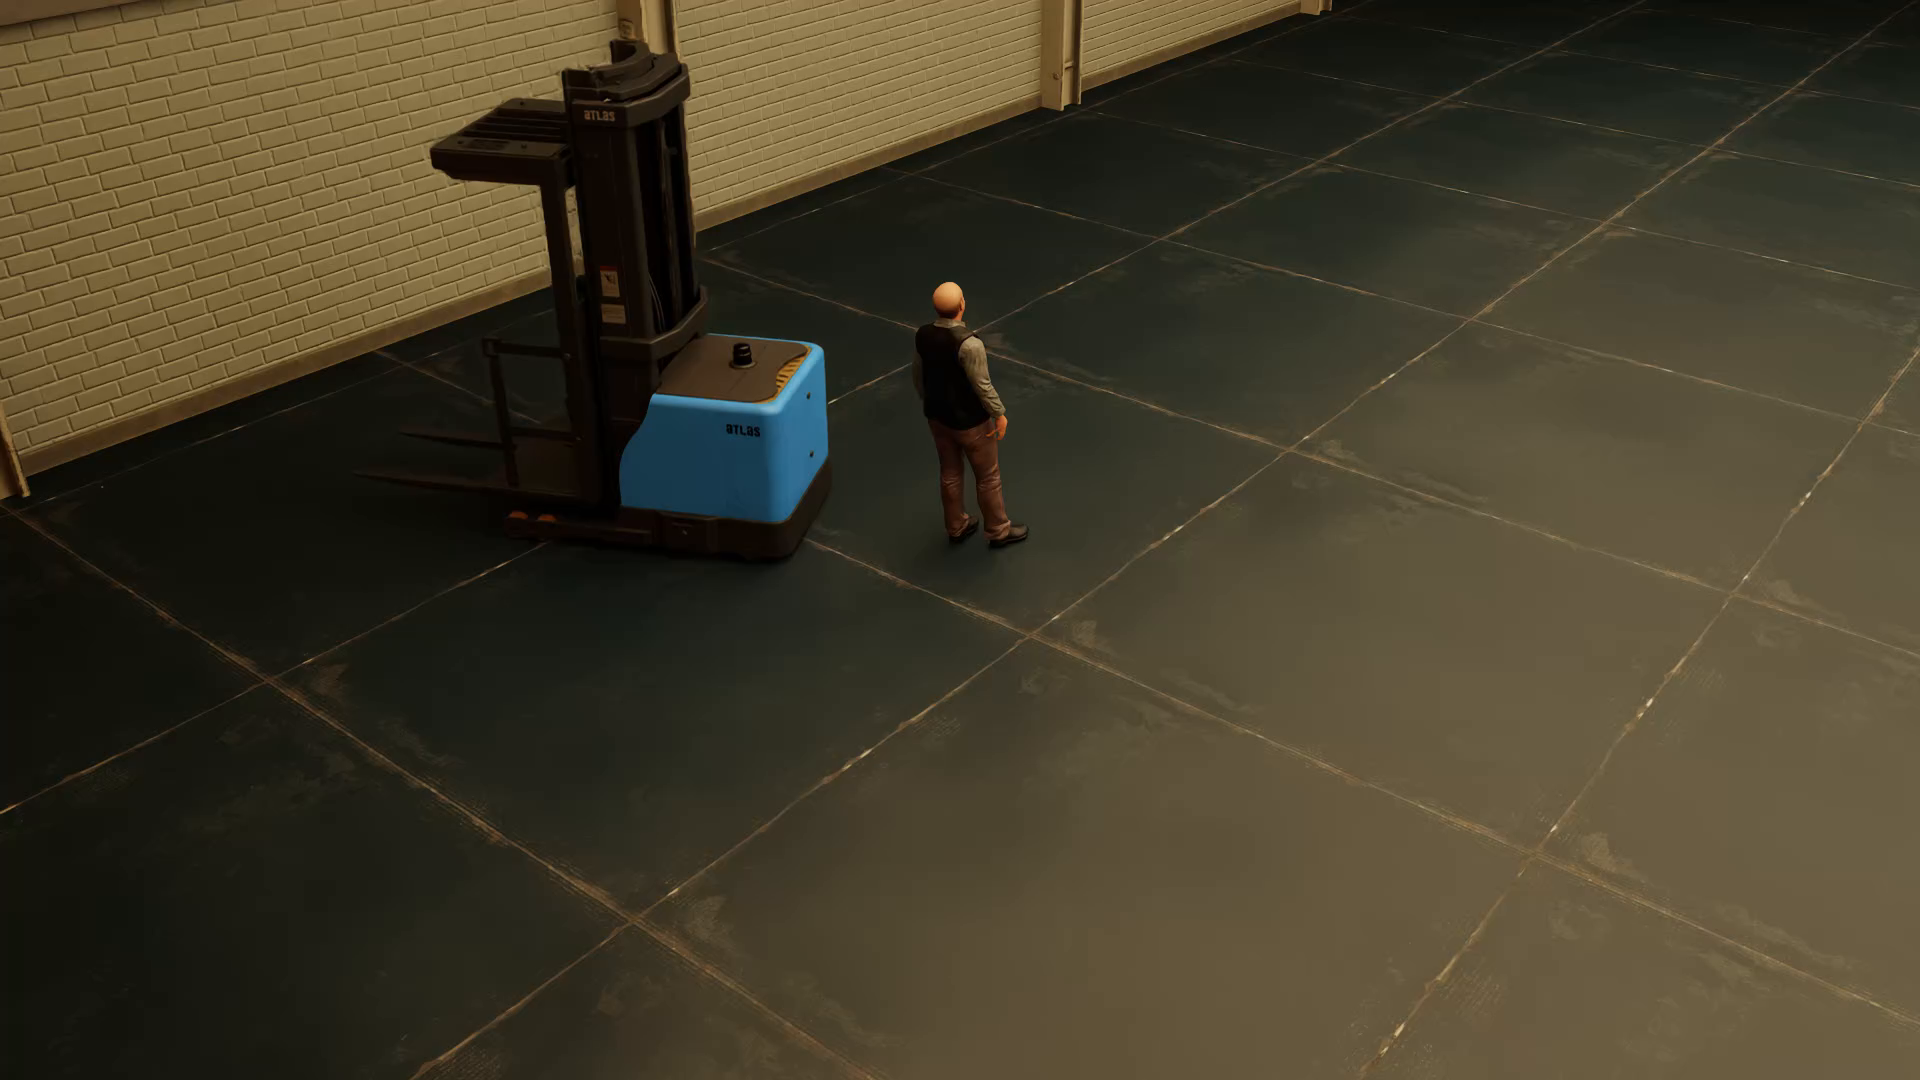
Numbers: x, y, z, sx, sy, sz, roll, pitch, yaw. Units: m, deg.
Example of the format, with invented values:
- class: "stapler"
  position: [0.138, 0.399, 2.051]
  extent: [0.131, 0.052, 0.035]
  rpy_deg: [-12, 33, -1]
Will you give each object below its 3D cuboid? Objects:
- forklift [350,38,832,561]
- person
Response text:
- class: "forklift"
  position: [-2.416, -1.509, 10.178]
  extent: [3.031, 2.935, 1.130]
  rpy_deg: [6, 31, 11]
- class: "person"
  position: [0.045, -0.771, 10.099]
  extent: [0.632, 1.720, 0.568]
  rpy_deg: [22, 37, 33]
